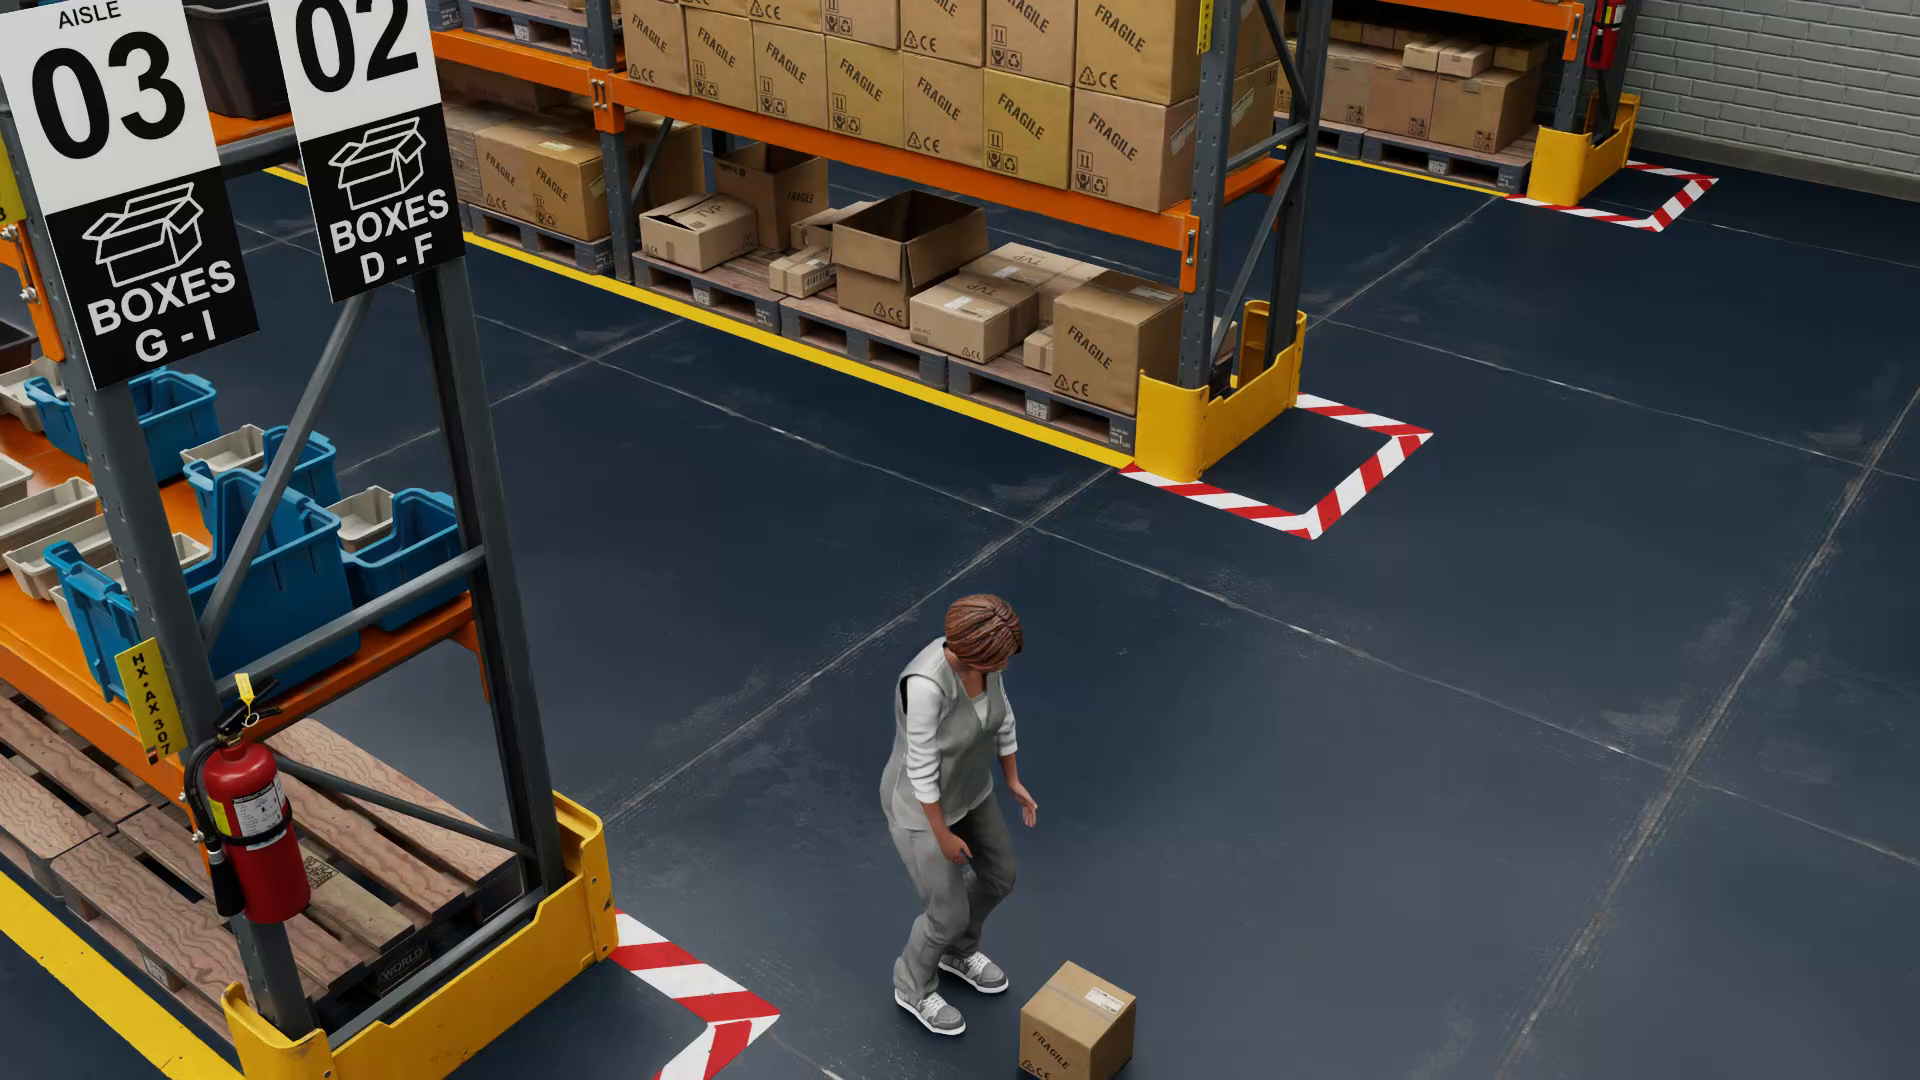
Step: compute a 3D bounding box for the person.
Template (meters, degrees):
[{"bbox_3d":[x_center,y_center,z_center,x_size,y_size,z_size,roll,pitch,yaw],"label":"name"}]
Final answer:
[{"bbox_3d":[-0.007,0.781,4.925,0.417,1.538,0.433,23,38,32],"label":"person"}]
